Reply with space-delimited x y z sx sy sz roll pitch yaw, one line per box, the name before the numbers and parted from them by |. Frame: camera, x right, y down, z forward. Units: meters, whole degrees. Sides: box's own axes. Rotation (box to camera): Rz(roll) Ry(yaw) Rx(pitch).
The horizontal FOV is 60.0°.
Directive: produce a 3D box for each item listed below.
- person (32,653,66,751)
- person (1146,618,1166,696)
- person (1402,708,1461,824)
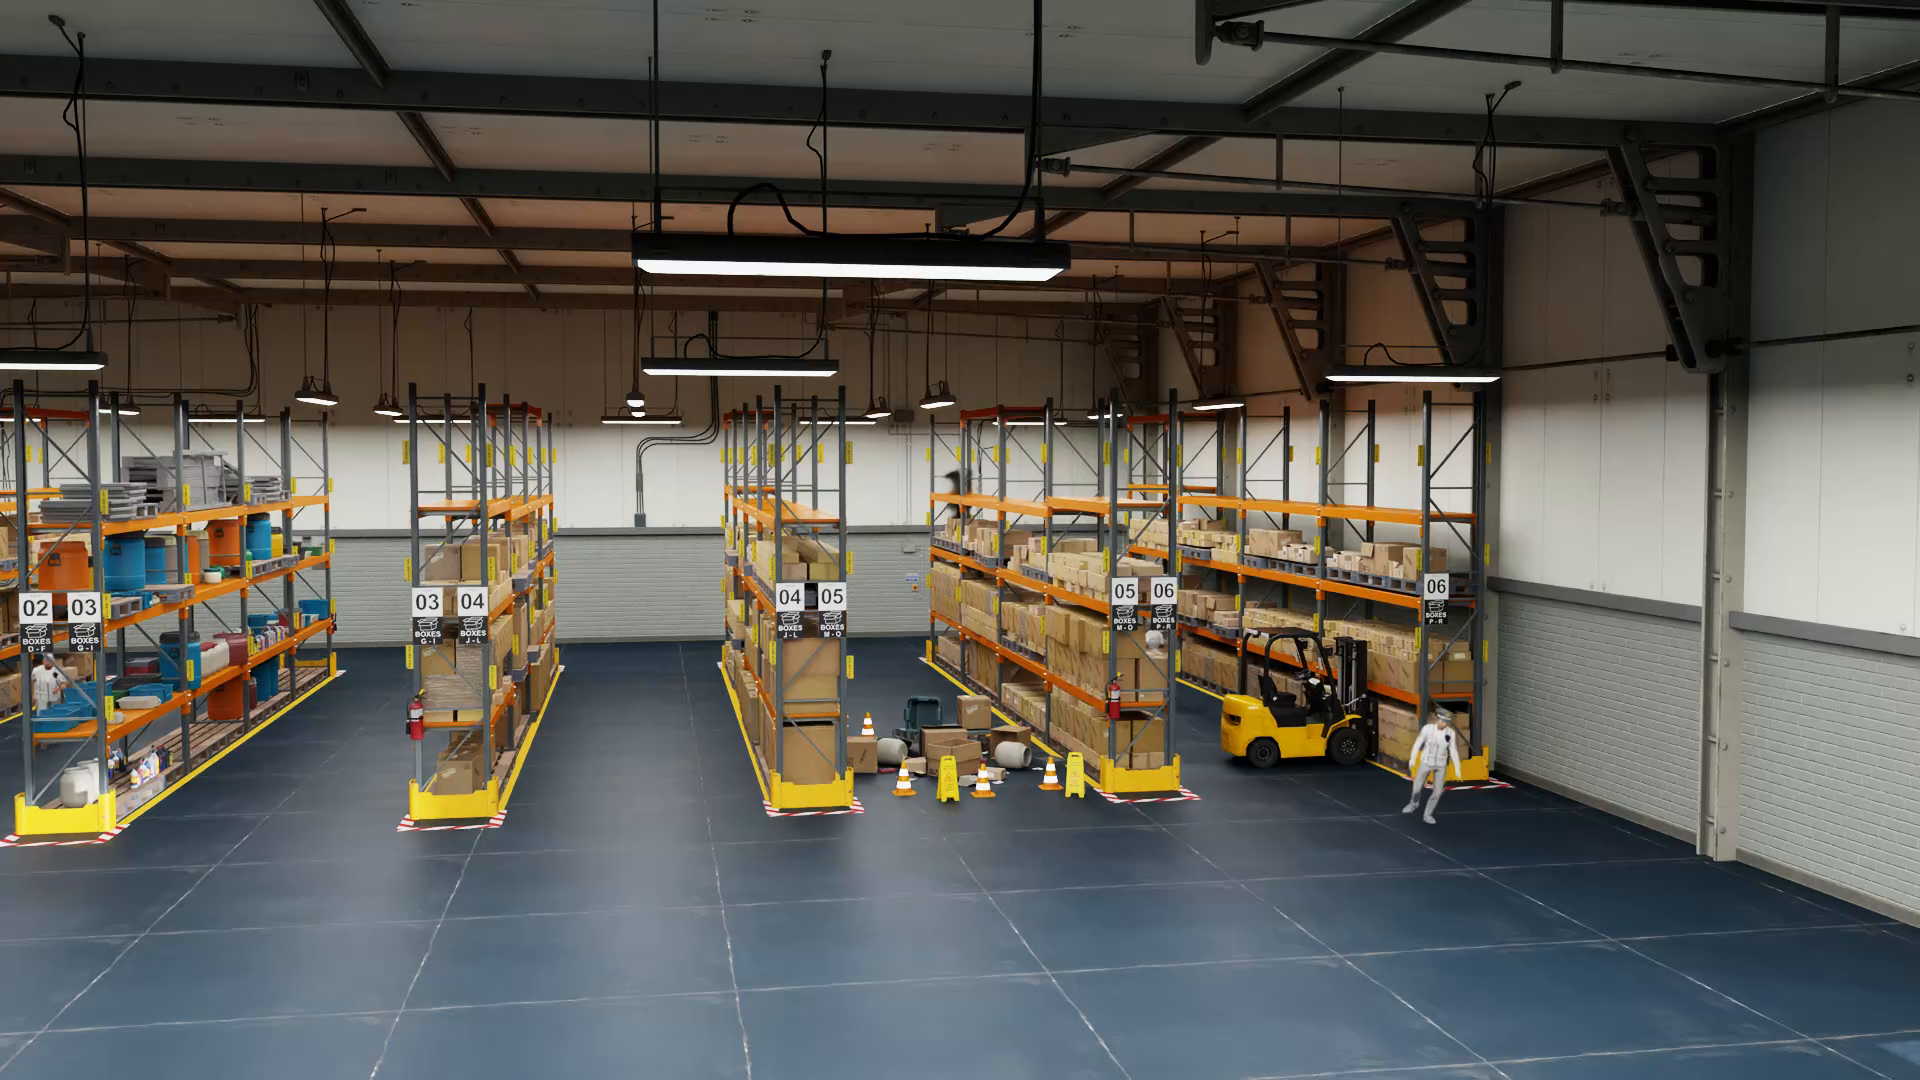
person | -15.606 2.756 28.457 0.549 1.683 0.815 -2 3 -31
person | 3.943 2.426 34.144 0.585 1.666 0.866 -1 3 -22
person | 6.413 3.055 22.586 0.728 1.590 0.628 0 3 8
